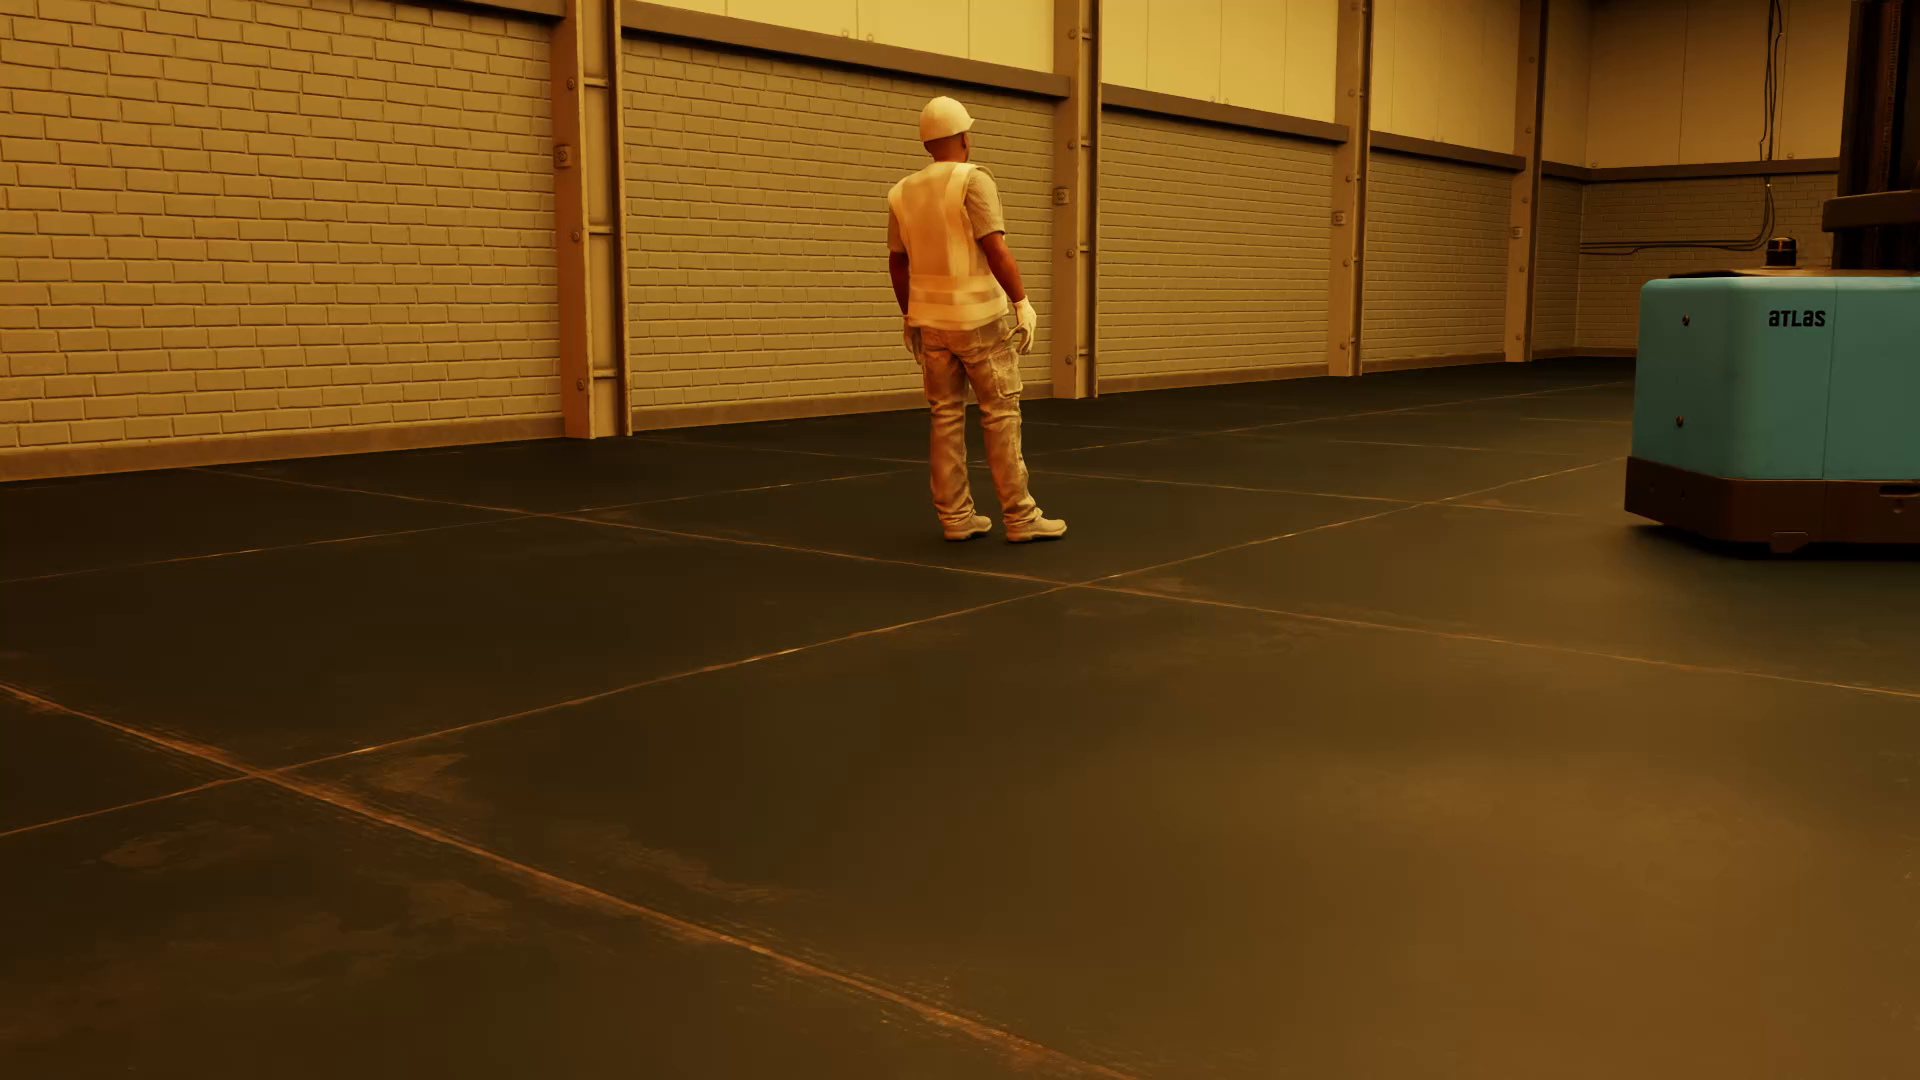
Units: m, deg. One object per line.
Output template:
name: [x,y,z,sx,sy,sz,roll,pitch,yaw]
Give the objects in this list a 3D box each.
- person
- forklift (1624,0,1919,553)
person: [0.052,-0.897,6.824,0.656,1.782,0.577,7,11,38]
forklift: [4.426,-1.444,6.650,3.031,2.935,1.130,0,8,0]
